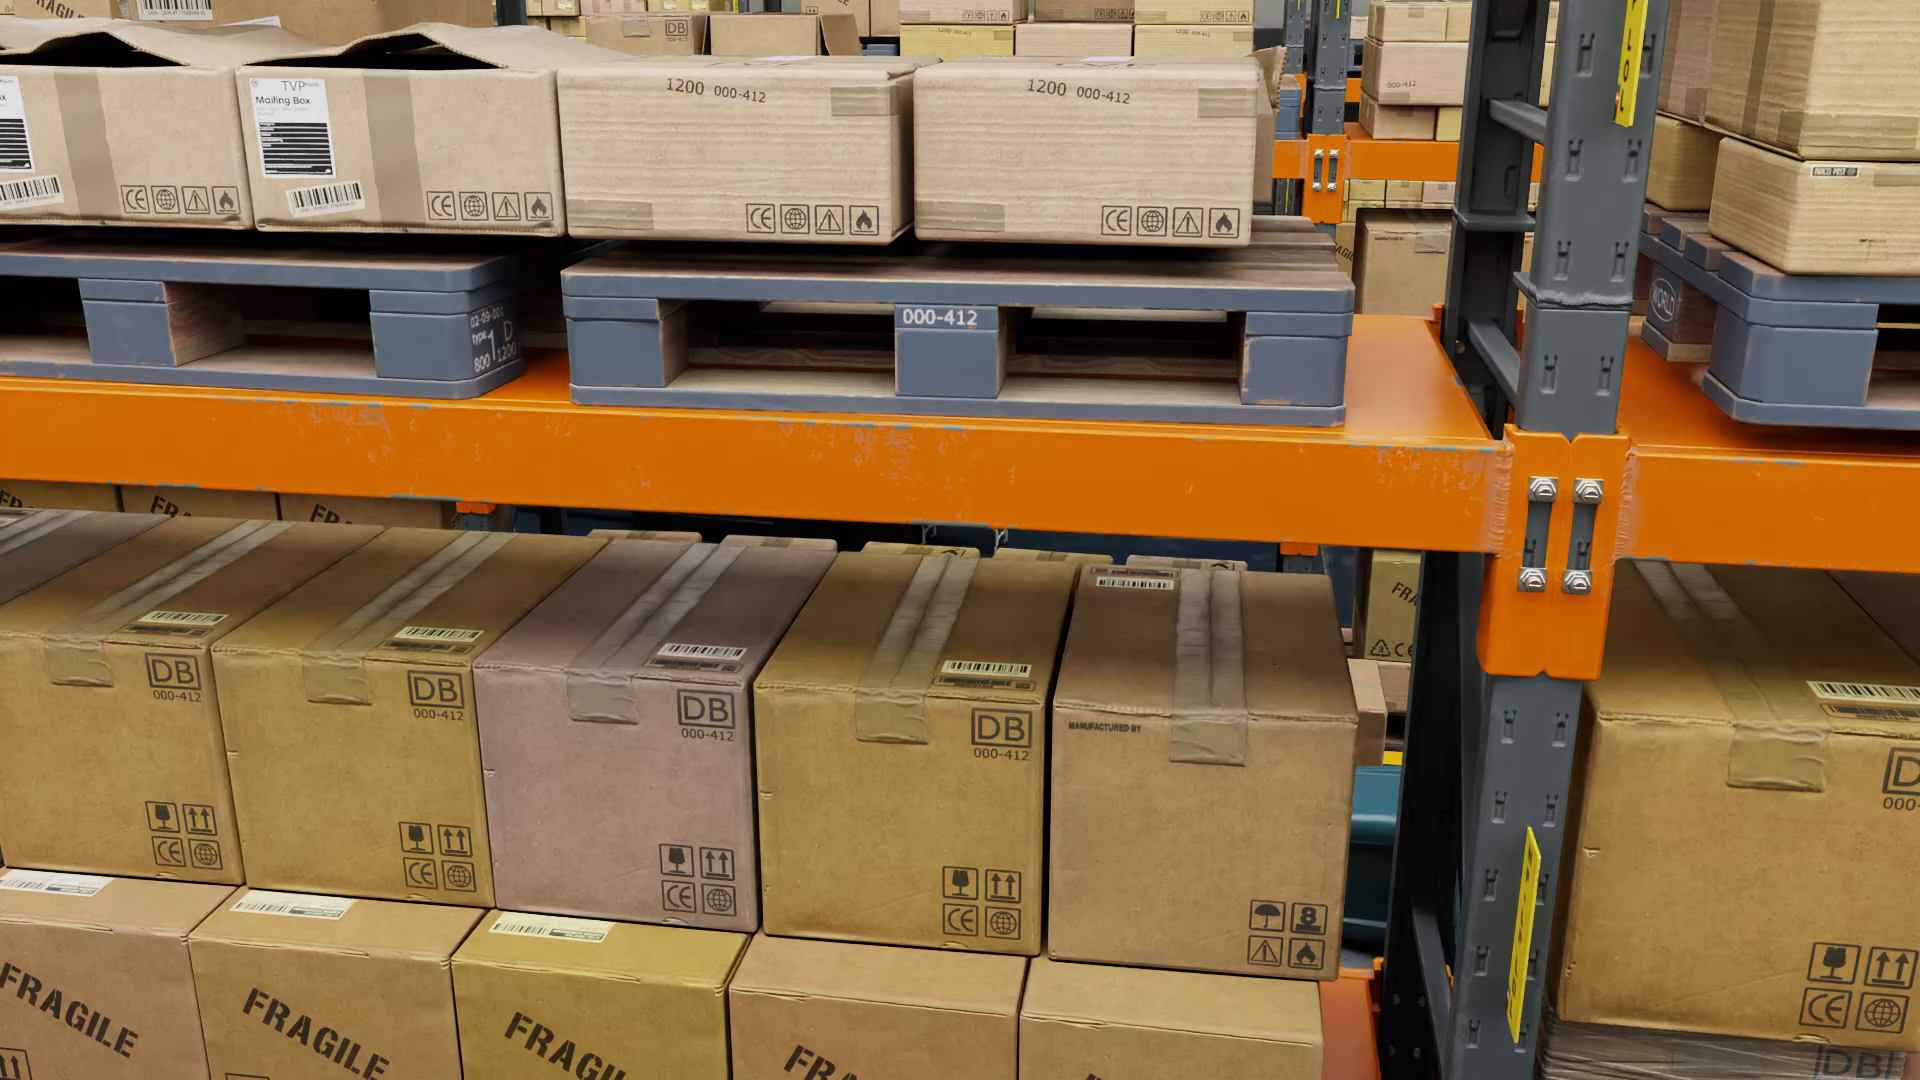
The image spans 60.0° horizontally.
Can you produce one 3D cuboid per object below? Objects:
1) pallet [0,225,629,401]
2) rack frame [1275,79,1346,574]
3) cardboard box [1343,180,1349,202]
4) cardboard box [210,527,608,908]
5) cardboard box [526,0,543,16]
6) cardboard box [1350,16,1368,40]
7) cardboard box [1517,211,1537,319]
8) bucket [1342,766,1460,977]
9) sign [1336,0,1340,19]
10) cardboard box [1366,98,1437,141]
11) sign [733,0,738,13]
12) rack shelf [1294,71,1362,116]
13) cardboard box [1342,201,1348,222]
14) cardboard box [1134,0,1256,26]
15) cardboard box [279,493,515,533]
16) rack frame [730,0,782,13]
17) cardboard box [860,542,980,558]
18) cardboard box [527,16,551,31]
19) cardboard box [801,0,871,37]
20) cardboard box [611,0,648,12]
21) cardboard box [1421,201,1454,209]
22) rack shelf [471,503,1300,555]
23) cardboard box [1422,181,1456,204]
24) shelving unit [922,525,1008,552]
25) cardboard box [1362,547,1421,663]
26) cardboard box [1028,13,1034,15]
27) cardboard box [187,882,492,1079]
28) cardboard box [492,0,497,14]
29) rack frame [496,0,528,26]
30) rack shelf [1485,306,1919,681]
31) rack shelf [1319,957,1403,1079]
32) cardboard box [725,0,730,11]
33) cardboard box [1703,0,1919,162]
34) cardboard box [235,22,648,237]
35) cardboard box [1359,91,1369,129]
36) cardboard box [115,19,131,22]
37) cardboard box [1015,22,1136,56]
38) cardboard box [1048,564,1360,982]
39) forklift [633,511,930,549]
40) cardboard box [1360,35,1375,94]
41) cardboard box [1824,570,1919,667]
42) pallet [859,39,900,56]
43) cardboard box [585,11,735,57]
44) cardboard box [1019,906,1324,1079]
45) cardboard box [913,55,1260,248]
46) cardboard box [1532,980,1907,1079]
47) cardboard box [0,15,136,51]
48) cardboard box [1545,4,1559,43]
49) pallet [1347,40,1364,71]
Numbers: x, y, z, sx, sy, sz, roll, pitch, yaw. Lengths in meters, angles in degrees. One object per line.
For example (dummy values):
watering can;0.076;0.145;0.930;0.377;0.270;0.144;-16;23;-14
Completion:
pallet;-1.259;-0.514;3.183;1.213;0.211;1.003;4;19;11
rack frame;1.627;-0.607;7.890;0.127;3.000;1.000;3;19;9
cardboard box;2.679;-2.549;12.046;0.250;0.149;0.380;3;19;10
cardboard box;-1.055;0.327;3.364;0.500;0.500;0.700;3;19;8
cardboard box;-3.206;-4.035;12.547;0.250;0.149;0.380;3;19;9
cardboard box;2.806;-3.594;11.668;0.250;0.149;0.380;3;19;10
cardboard box;2.528;-1.147;7.302;0.500;0.500;0.700;3;19;9
bucket;1.442;1.065;5.656;0.620;0.611;0.726;-1;16;31
sign;1.543;-2.287;6.749;0.005;0.325;0.100;3;19;9
cardboard box;1.899;-1.817;7.175;0.250;0.149;0.380;3;19;8
sign;-1.627;-3.861;12.074;0.005;0.325;0.100;3;19;9
rack shelf;4.386;-3.143;11.876;4.000;0.370;1.077;3;19;9
cardboard box;2.684;-2.419;12.125;0.250;0.149;0.380;3;19;8
cardboard box;1.035;-2.384;7.260;0.500;0.250;0.500;3;19;10
cardboard box;-2.991;-0.061;8.944;0.875;0.875;0.875;3;19;8
rack frame;-1.538;-5.209;12.188;0.127;3.000;1.000;3;19;9
cardboard box;-0.288;0.345;8.525;0.625;0.372;0.950;4;19;10
cardboard box;-3.193;-3.919;12.670;0.250;0.149;0.380;3;19;10
cardboard box;-0.862;-3.967;12.228;0.500;0.500;0.500;3;19;9
cardboard box;-2.438;-4.014;12.483;0.250;0.149;0.380;2;19;7
cardboard box;3.433;-2.366;11.968;0.250;0.149;0.380;3;19;10
rack shelf;-0.347;-0.367;8.305;4.000;0.370;1.077;3;19;9
cardboard box;3.442;-2.509;11.927;0.250;0.149;0.380;3;19;10
shelving unit;0.032;-0.546;10.545;0.503;1.200;0.258;6;19;16
cardboard box;2.167;0.256;7.799;0.500;0.500;0.500;4;19;11
cardboard box;0.576;-3.839;12.370;0.250;0.166;0.380;3;19;9
cardboard box;-1.115;0.883;3.278;0.500;0.500;0.500;3;19;8
cardboard box;-3.647;-4.208;13.033;0.250;0.149;0.380;3;19;10
rack frame;-2.322;-3.653;7.540;0.127;3.000;1.000;3;19;9
rack shelf;2.917;-0.032;2.577;4.000;0.370;1.077;3;19;9
rack shelf;-1.033;1.189;3.655;4.000;0.370;1.077;3;19;9
cardboard box;-1.858;-4.150;12.892;0.250;0.149;0.380;2;19;7
cardboard box;1.380;-0.678;2.322;0.500;0.250;0.500;3;19;9
cardboard box;-0.824;-0.697;2.753;0.500;0.311;0.500;2;19;7
cardboard box;1.988;-1.990;7.692;0.250;0.149;0.380;3;19;9
cardboard box;-3.737;-2.326;7.850;0.258;0.266;0.396;2;19;7
cardboard box;0.529;-2.169;7.404;0.500;0.250;0.500;3;19;9
cardboard box;0.451;0.404;3.135;0.500;0.500;0.700;3;19;8
forklift;-1.637;-1.567;10.866;3.031;2.935;1.130;6;19;16
cardboard box;2.108;-2.162;7.576;0.500;0.250;0.500;3;19;8
cardboard box;1.862;0.386;2.983;0.550;0.550;0.875;3;19;9
pallet;-0.854;-3.690;12.675;1.003;0.211;1.213;4;19;11
cardboard box;-1.388;-2.227;7.848;0.500;0.500;0.700;3;19;9
cardboard box;0.384;0.959;3.052;0.500;0.500;0.500;3;19;8
cardboard box;0.219;-0.635;2.662;0.500;0.250;0.500;3;19;9
cardboard box;1.308;0.893;3.172;0.550;0.550;0.875;3;19;9
cardboard box;-1.928;-0.921;3.421;0.500;0.311;0.500;3;19;9
cardboard box;2.407;-2.150;6.914;0.250;0.149;0.380;2;19;7
pallet;3.257;-3.508;11.972;1.213;0.211;1.003;3;19;9
